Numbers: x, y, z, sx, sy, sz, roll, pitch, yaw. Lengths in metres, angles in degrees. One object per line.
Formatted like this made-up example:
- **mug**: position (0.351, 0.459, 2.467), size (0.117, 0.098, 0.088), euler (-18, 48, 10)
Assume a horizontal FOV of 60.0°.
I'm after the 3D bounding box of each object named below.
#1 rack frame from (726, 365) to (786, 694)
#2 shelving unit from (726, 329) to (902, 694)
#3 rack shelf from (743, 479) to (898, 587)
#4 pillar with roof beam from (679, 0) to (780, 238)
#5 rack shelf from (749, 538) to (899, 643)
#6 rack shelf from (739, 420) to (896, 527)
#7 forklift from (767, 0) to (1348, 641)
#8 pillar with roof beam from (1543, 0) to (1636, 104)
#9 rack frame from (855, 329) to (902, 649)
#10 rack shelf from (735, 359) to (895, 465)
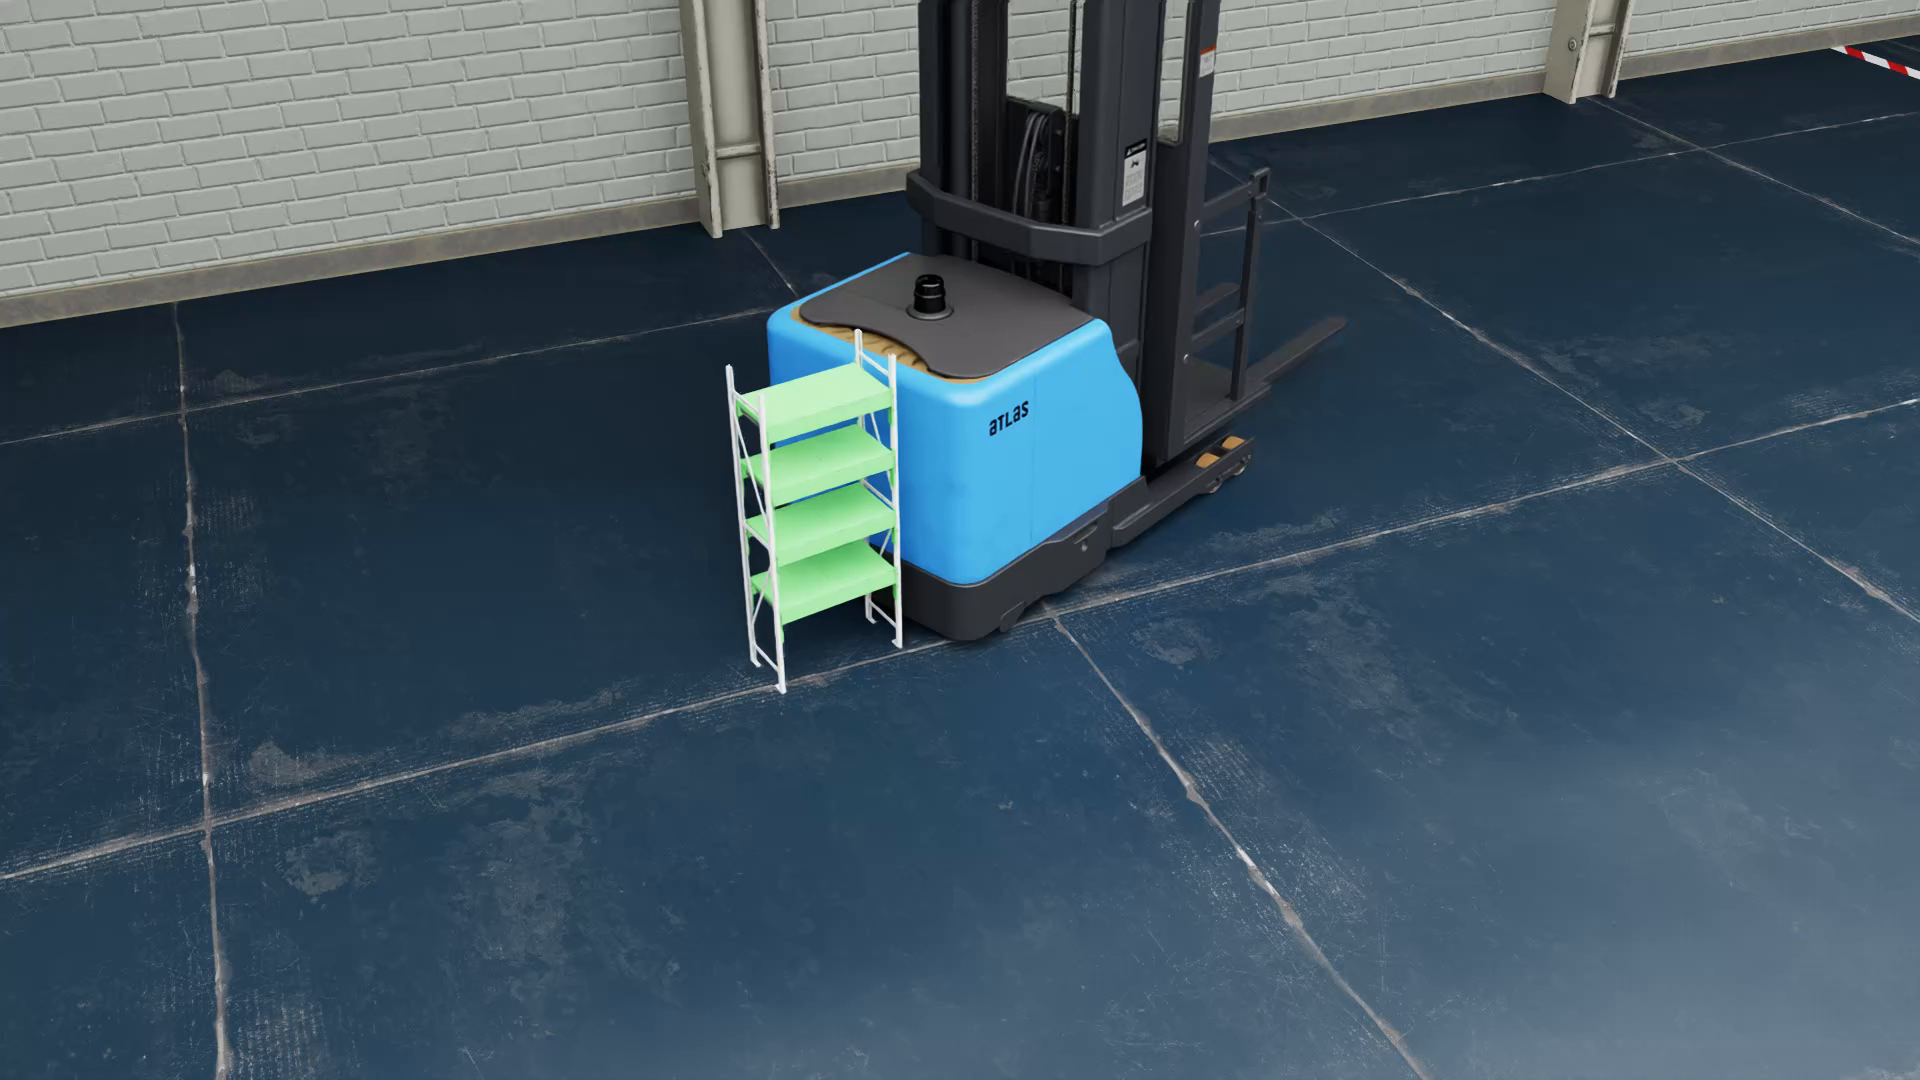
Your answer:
- **rack frame**: position (-0.692, -0.011, 5.666), size (0.015, 1.200, 0.240), euler (-20, 38, -28)
- **shelving unit**: position (-0.489, -0.084, 5.779), size (0.503, 1.200, 0.258), euler (-20, 38, -28)
- **rack shelf**: position (-0.489, -0.031, 5.814), size (0.480, 0.148, 0.258), euler (-20, 38, -28)
- **pillar with roof beam**: position (0.399, -3.425, 3.762), size (0.400, 9.000, 9.100), euler (-13, 35, -19)
- **rack shelf**: position (-0.489, 0.170, 5.945), size (0.480, 0.148, 0.258), euler (-20, 38, -28)
- **rack shelf**: position (-0.489, -0.232, 5.683), size (0.480, 0.148, 0.258), euler (-20, 38, -28)
- **forklift**: position (0.619, -1.589, 6.505), size (1.130, 2.935, 3.031), euler (25, 41, 33)
- **pillar with roof beam**: position (5.932, -4.691, 5.709), size (0.400, 9.000, 9.100), euler (-13, 35, -19)
- **rack frame**: position (-0.285, -0.158, 5.893), size (0.015, 1.200, 0.240), euler (-20, 38, -28)
- **rack shelf**: position (-0.489, -0.433, 5.552), size (0.480, 0.148, 0.258), euler (-20, 38, -28)
